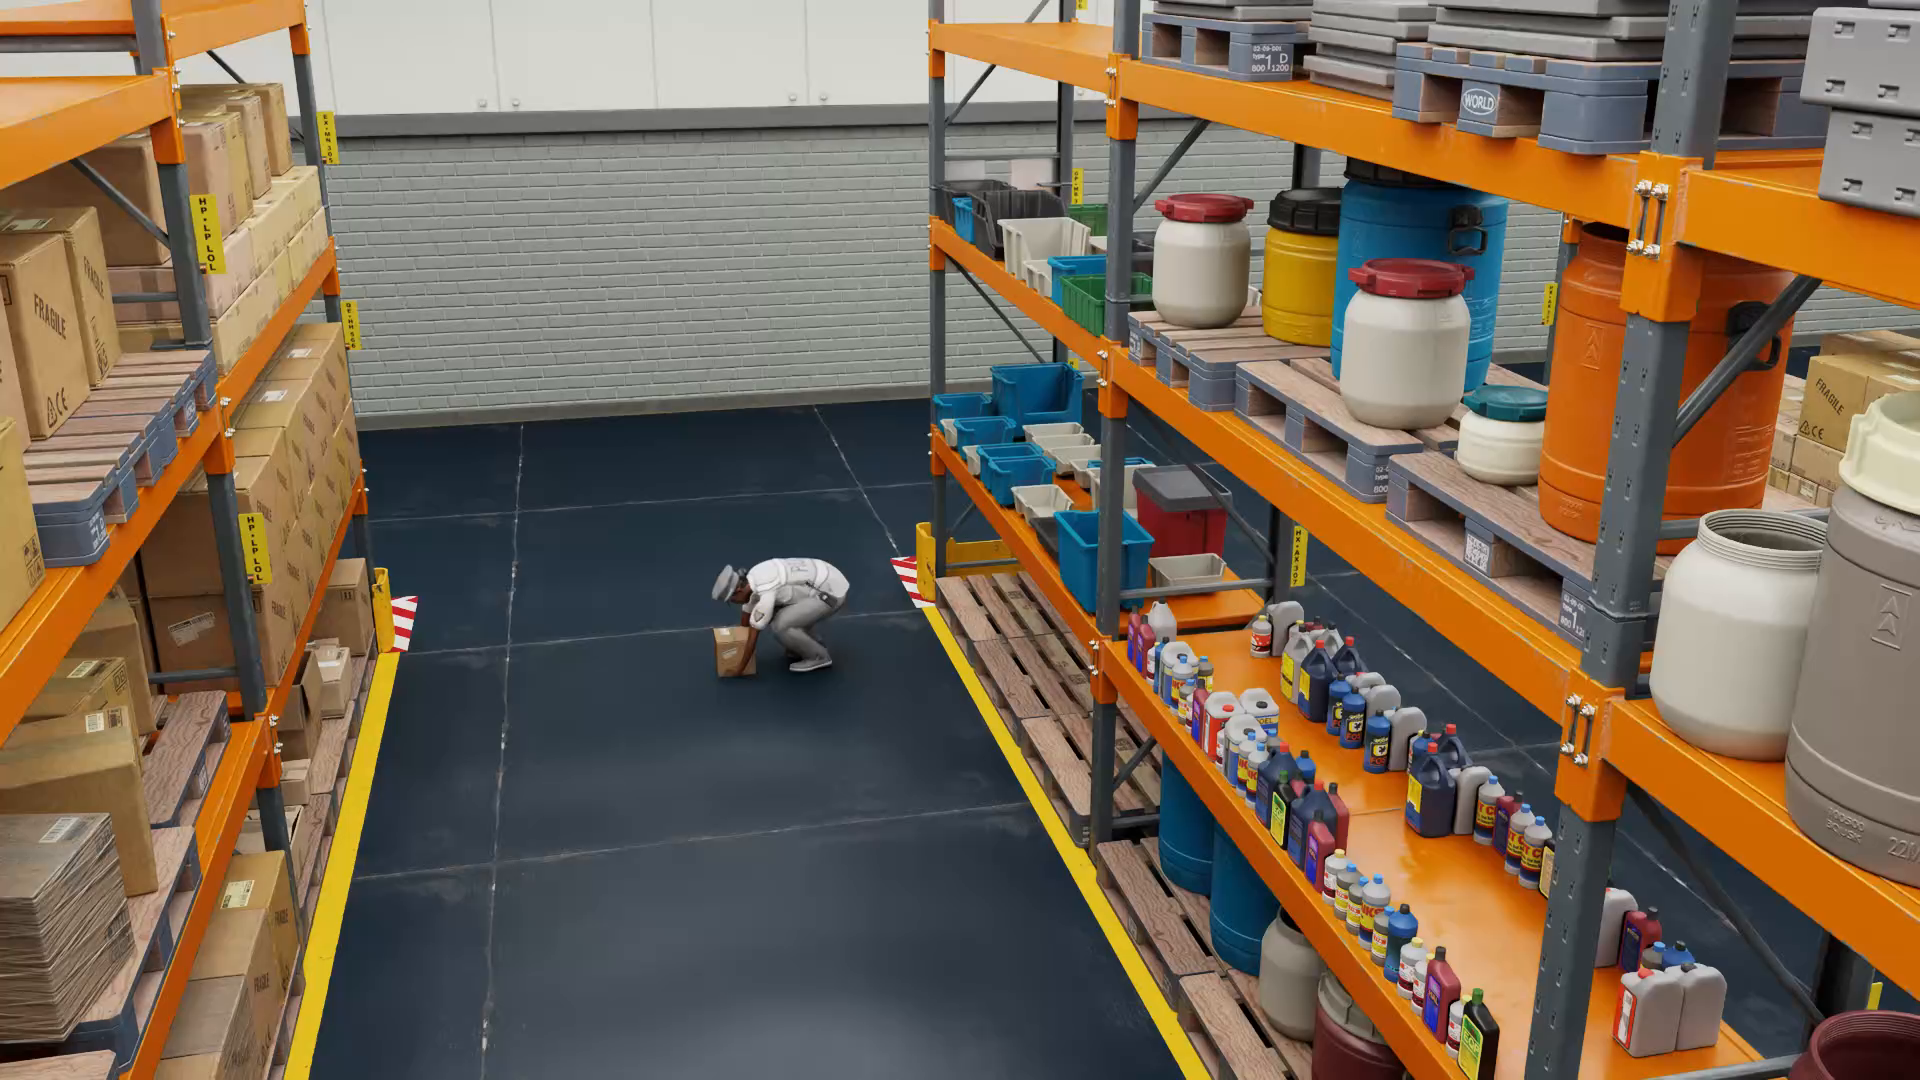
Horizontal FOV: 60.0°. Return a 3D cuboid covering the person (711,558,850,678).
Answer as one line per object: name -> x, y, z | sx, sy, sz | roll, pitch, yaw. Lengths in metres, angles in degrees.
person -> -1.201, 0.497, 11.154 | 0.926, 0.763, 0.457 | -5, 20, -14
